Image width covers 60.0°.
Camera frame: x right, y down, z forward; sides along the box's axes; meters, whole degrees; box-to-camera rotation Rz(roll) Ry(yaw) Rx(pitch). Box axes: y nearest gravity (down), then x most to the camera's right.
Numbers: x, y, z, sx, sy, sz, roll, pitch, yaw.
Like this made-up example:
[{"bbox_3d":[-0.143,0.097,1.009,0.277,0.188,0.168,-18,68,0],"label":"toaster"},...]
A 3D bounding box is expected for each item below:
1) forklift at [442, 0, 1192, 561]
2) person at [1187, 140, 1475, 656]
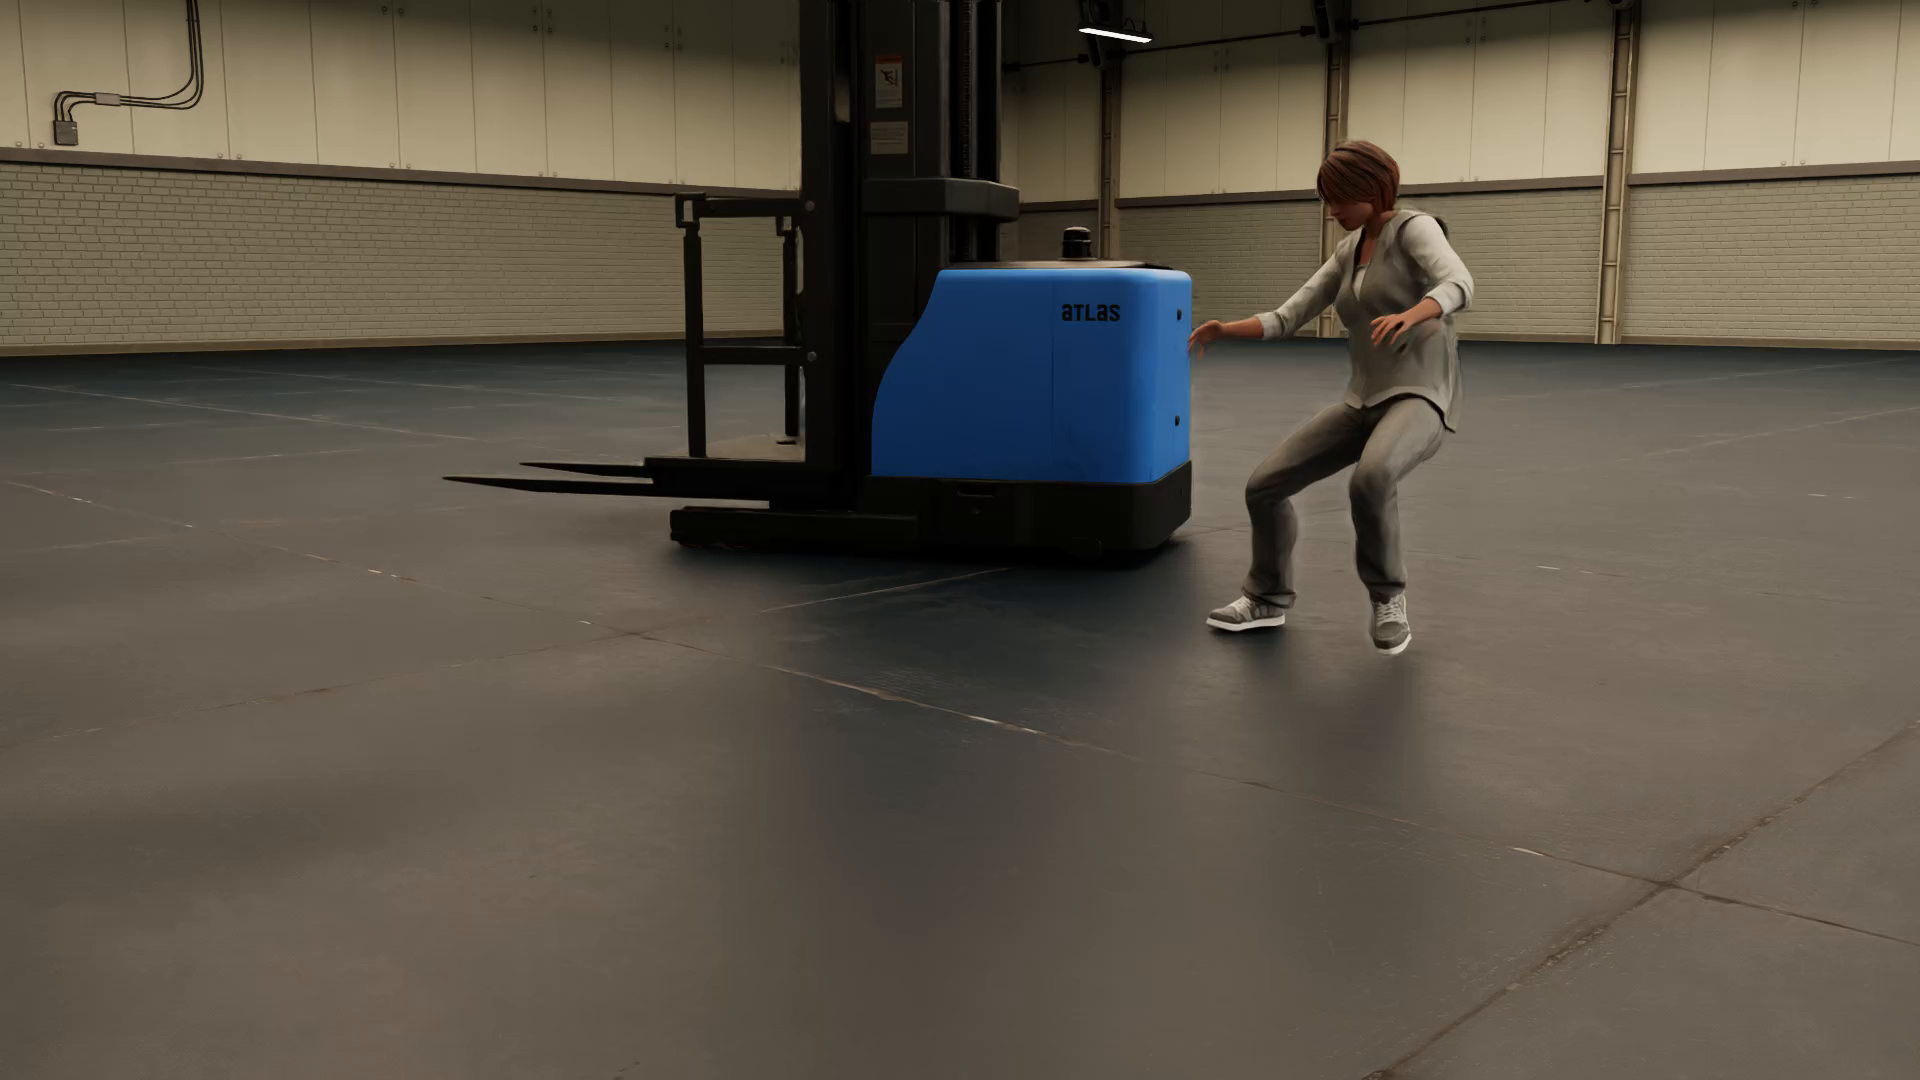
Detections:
[{"bbox_3d":[-0.624,-1.474,6.665,3.031,2.935,1.130,2,9,16],"label":"forklift"},{"bbox_3d":[1.020,-0.384,4.537,0.692,1.402,0.817,-4,9,-25],"label":"person"}]
